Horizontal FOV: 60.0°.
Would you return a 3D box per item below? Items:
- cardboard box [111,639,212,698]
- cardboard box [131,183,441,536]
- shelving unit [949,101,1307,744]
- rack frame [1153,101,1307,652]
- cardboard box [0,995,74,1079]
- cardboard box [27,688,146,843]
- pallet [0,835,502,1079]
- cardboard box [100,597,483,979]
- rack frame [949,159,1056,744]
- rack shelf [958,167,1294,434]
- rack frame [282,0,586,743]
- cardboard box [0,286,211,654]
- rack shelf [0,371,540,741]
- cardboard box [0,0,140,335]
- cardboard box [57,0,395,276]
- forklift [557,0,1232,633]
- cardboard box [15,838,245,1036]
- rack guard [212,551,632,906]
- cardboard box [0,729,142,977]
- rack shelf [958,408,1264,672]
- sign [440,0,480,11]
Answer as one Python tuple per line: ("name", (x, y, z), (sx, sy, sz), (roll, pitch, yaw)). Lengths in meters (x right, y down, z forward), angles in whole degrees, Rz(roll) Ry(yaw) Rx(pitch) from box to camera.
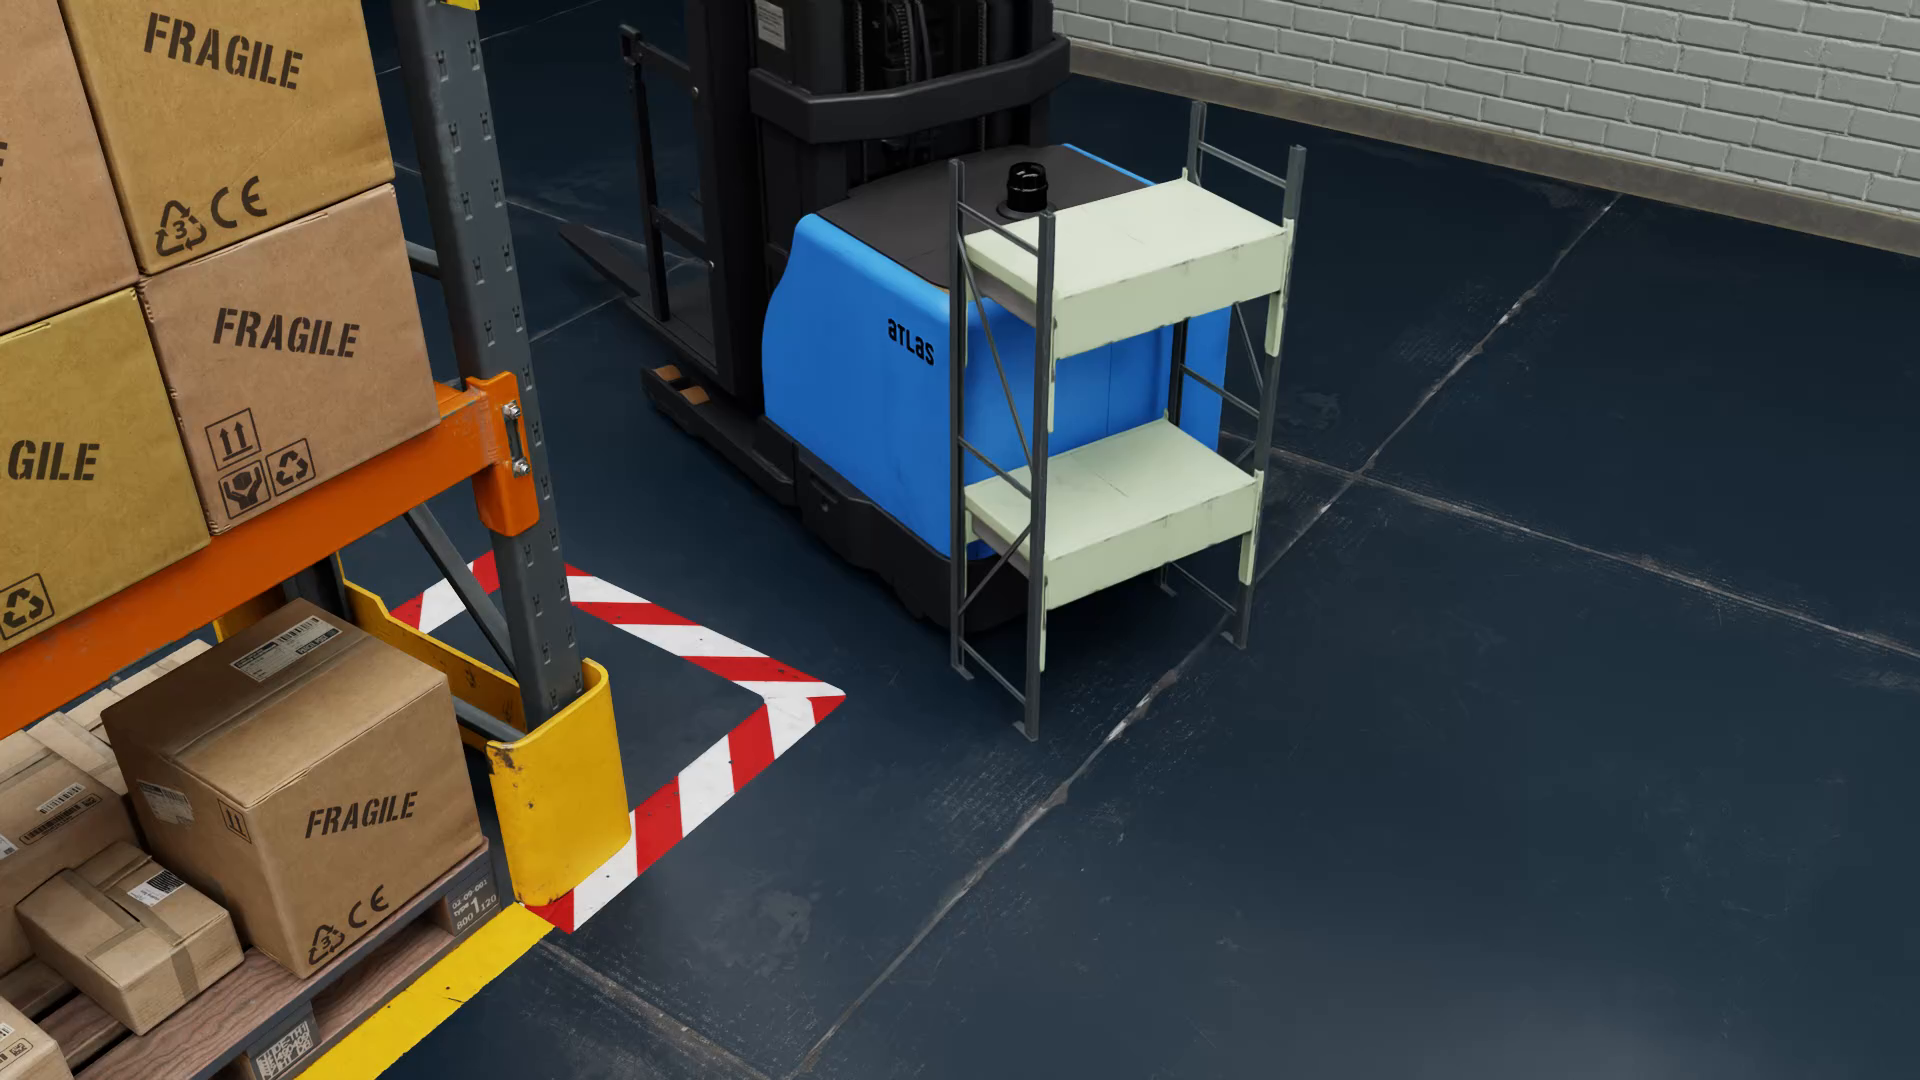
("cardboard box", (-1.852, 0.426, 4.095), (0.380, 0.149, 0.250), (21, 39, 28))
("cardboard box", (-1.363, -0.404, 3.081), (0.500, 0.500, 0.500), (23, 40, 30))
("shelving unit", (0.398, -0.286, 4.334), (0.755, 1.500, 0.431), (-20, 39, -27))
("rack frame", (0.705, -0.398, 4.500), (0.023, 1.500, 0.400), (-20, 39, -27))
("cardboard box", (-2.005, 1.057, 3.071), (0.500, 0.250, 0.500), (21, 39, 28))
("cardboard box", (-1.994, 0.533, 3.920), (0.380, 0.166, 0.250), (21, 39, 28))
("pallet", (-1.828, 0.901, 3.729), (1.003, 0.211, 1.213), (21, 39, 28))
("cardboard box", (-1.438, 0.526, 3.633), (0.500, 0.500, 0.500), (21, 39, 28))
("rack frame", (0.092, -0.174, 4.169), (0.023, 1.500, 0.400), (-20, 39, -27))
("rack shelf", (0.398, -0.609, 4.116), (0.720, 0.370, 0.431), (-20, 39, -27))
("rack frame", (-1.331, -0.656, 3.542), (1.000, 3.000, 0.127), (21, 39, 28))
("cardboard box", (-1.655, -0.165, 2.726), (0.500, 0.500, 0.500), (22, 40, 29))
("rack shelf", (-2.471, 0.562, 2.383), (1.077, 0.370, 4.000), (21, 39, 28))
("cardboard box", (-1.646, -0.586, 2.457), (0.500, 0.500, 0.500), (22, 40, 29))
("cardboard box", (-1.359, -0.819, 2.802), (0.500, 0.500, 0.500), (21, 39, 28))
("forklift", (-0.471, -1.725, 5.184), (1.130, 2.935, 3.031), (-22, 40, -29))
("cardboard box", (-1.743, 0.822, 3.493), (0.380, 0.166, 0.250), (21, 39, 28))
("rack guard", (-1.374, 0.414, 4.191), (1.175, 0.500, 0.348), (21, 39, 28))
("cardboard box", (-2.159, 0.690, 3.613), (0.500, 0.250, 0.500), (21, 39, 28))
("rack shelf", (0.398, -0.016, 4.517), (0.720, 0.370, 0.431), (-20, 39, -27))
("sign", (-0.886, -1.080, 2.854), (0.100, 0.325, 0.005), (21, 39, 28))
